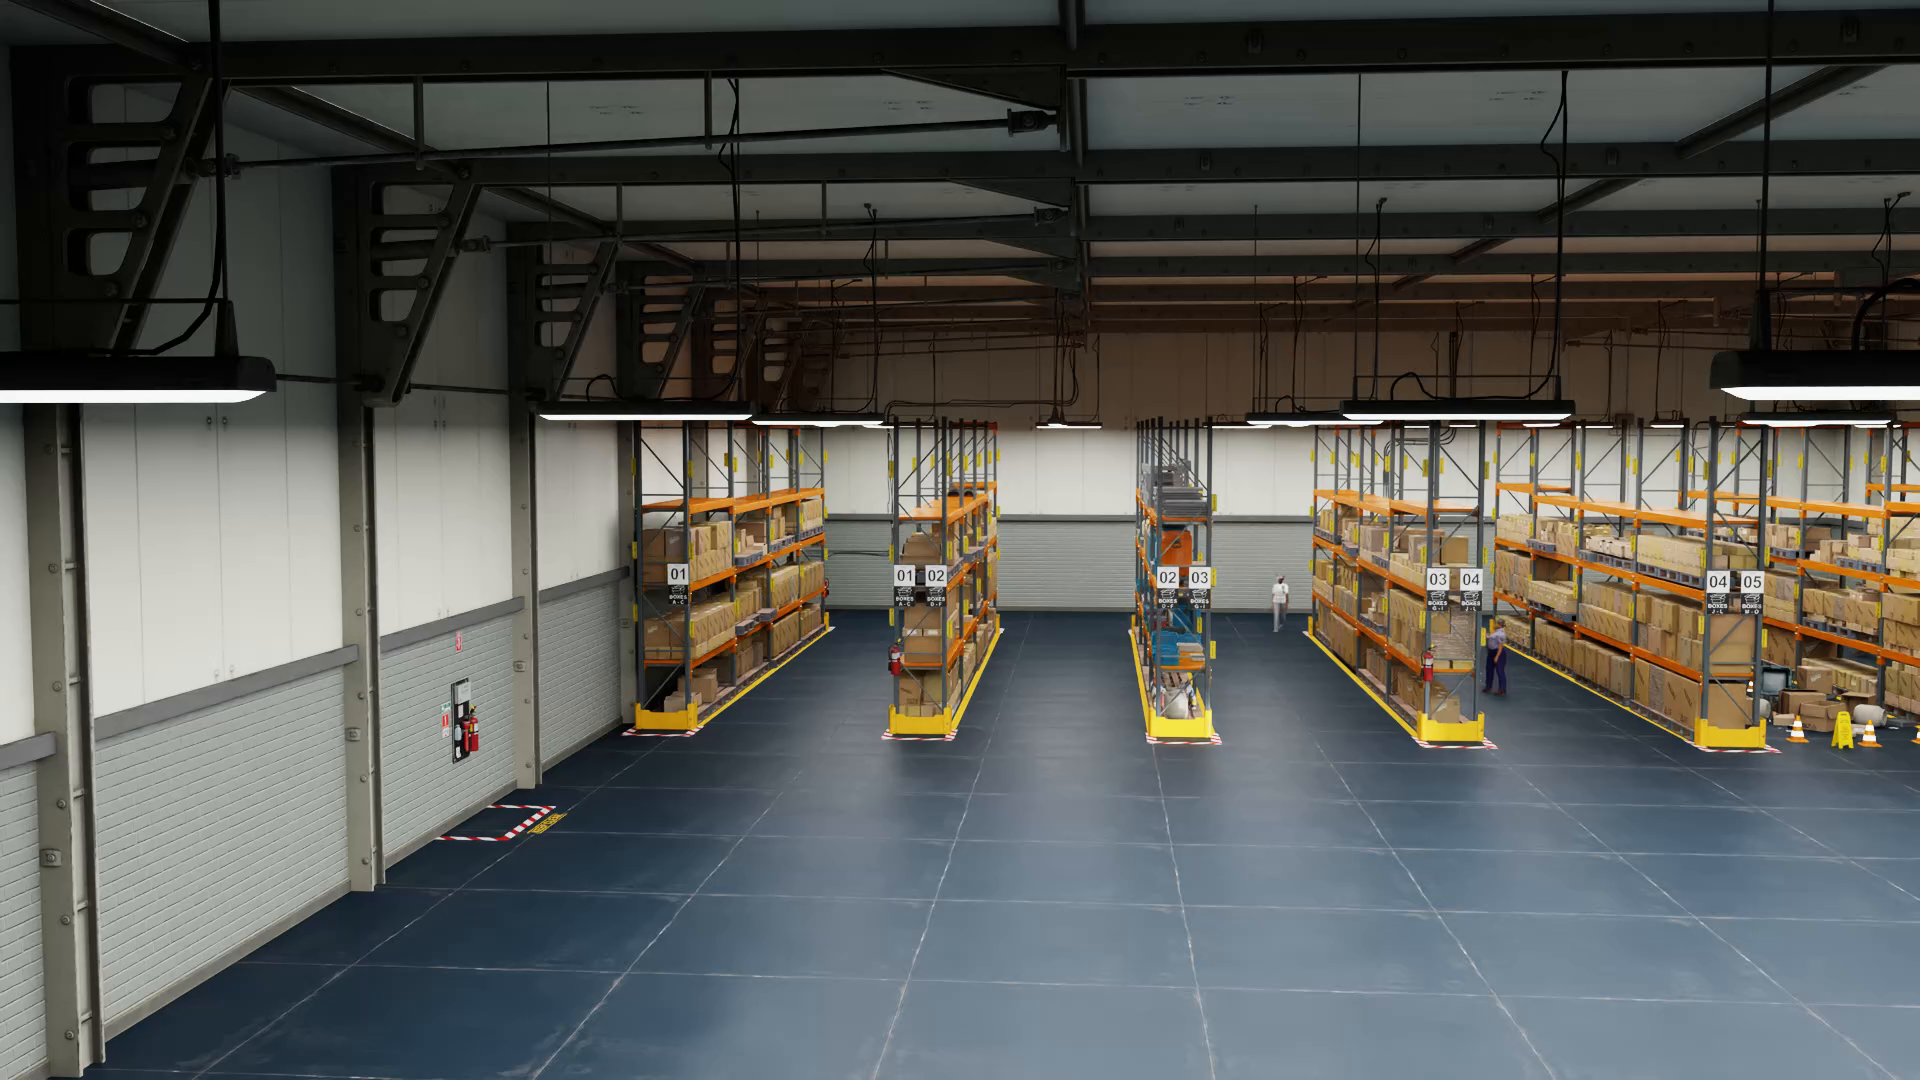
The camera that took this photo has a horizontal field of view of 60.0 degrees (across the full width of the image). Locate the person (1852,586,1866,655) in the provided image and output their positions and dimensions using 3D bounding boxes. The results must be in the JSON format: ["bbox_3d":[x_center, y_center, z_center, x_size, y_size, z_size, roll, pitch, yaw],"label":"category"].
[{"bbox_3d":[22.915,2.117,42.378,0.630,1.720,0.551,-1,4,-20],"label":"person"}]

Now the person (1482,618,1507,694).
[{"bbox_3d":[11.706,2.526,36.366,0.451,1.643,0.541,-1,4,-14],"label":"person"}]

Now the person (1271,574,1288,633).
[{"bbox_3d":[9.107,1.791,47.477,0.485,1.644,0.950,0,4,1],"label":"person"}]

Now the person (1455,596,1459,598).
[{"bbox_3d":[13.749,1.867,46.461,0.457,1.636,0.788,2,4,24],"label":"person"}]
